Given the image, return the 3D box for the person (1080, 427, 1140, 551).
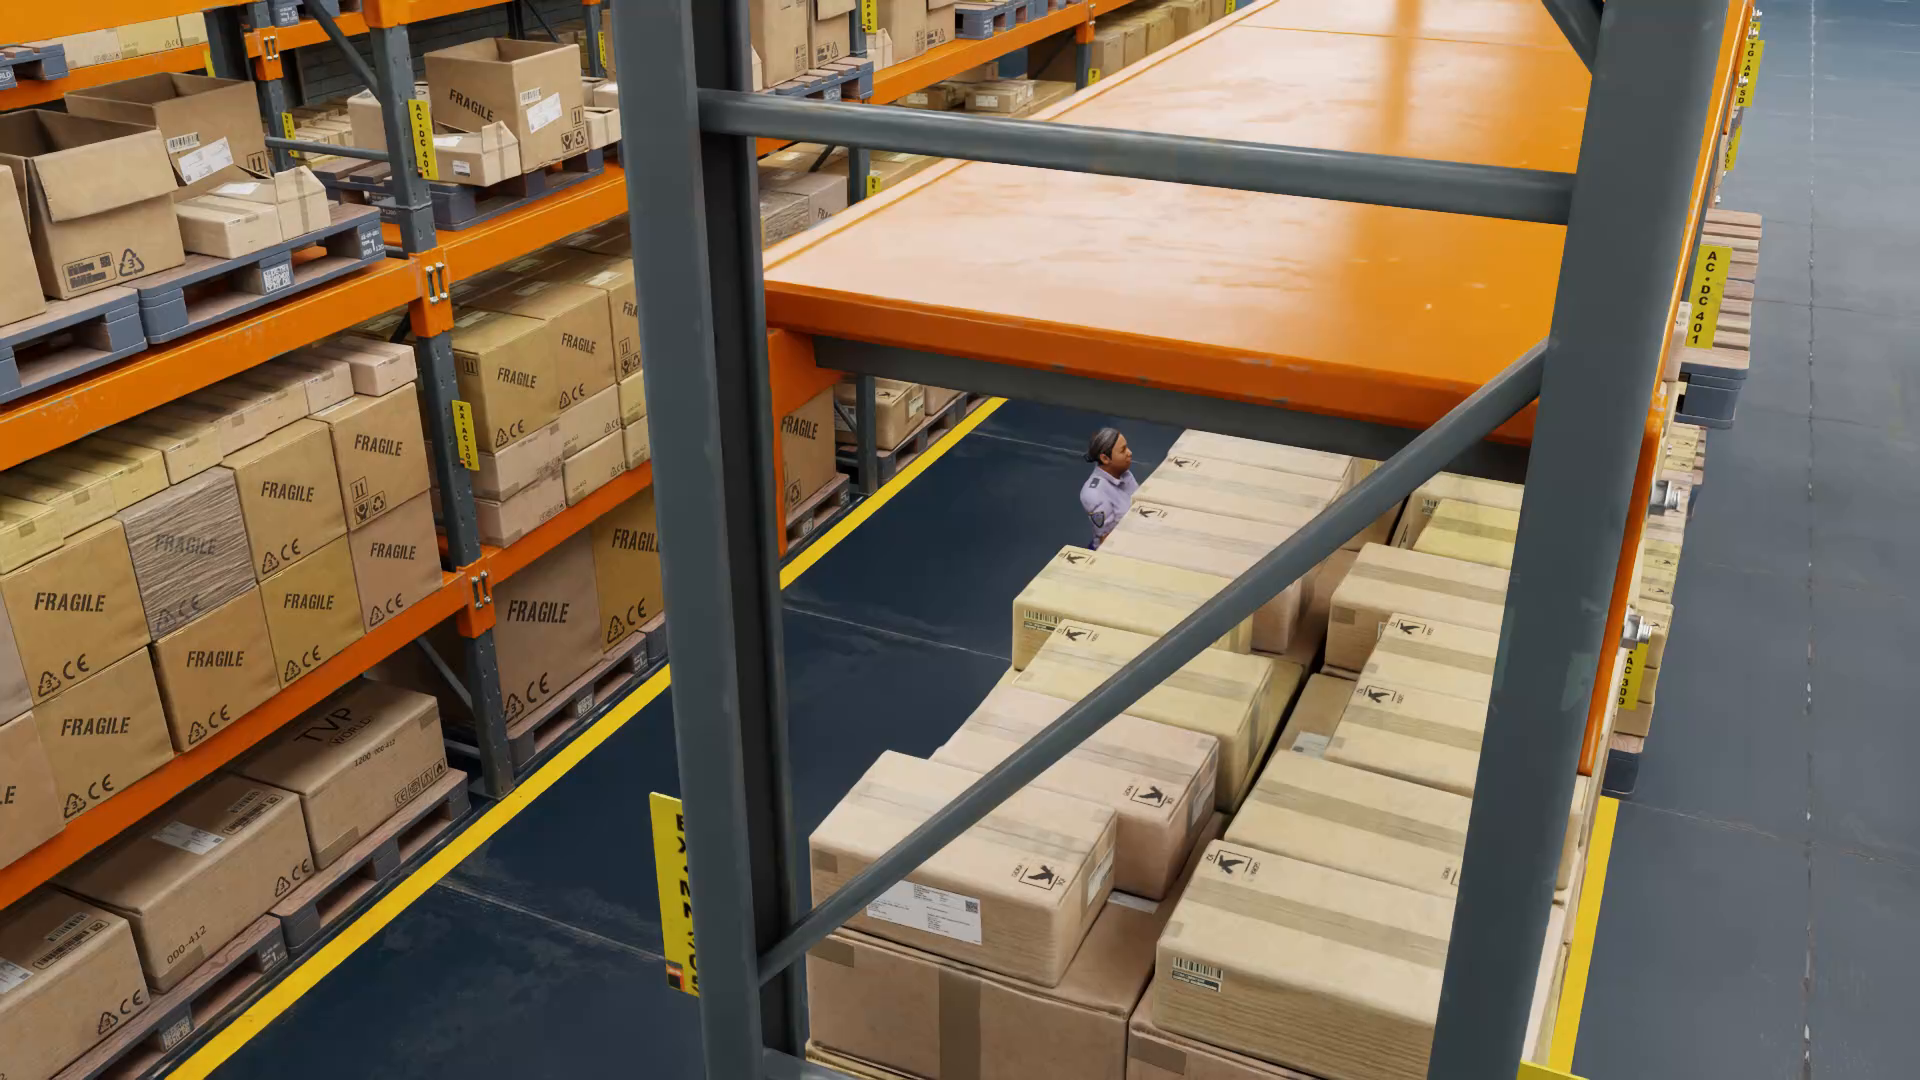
[{"bbox_3d":[0.877,0.196,8.748,0.517,1.634,0.452,12,29,22],"label":"person"}]
